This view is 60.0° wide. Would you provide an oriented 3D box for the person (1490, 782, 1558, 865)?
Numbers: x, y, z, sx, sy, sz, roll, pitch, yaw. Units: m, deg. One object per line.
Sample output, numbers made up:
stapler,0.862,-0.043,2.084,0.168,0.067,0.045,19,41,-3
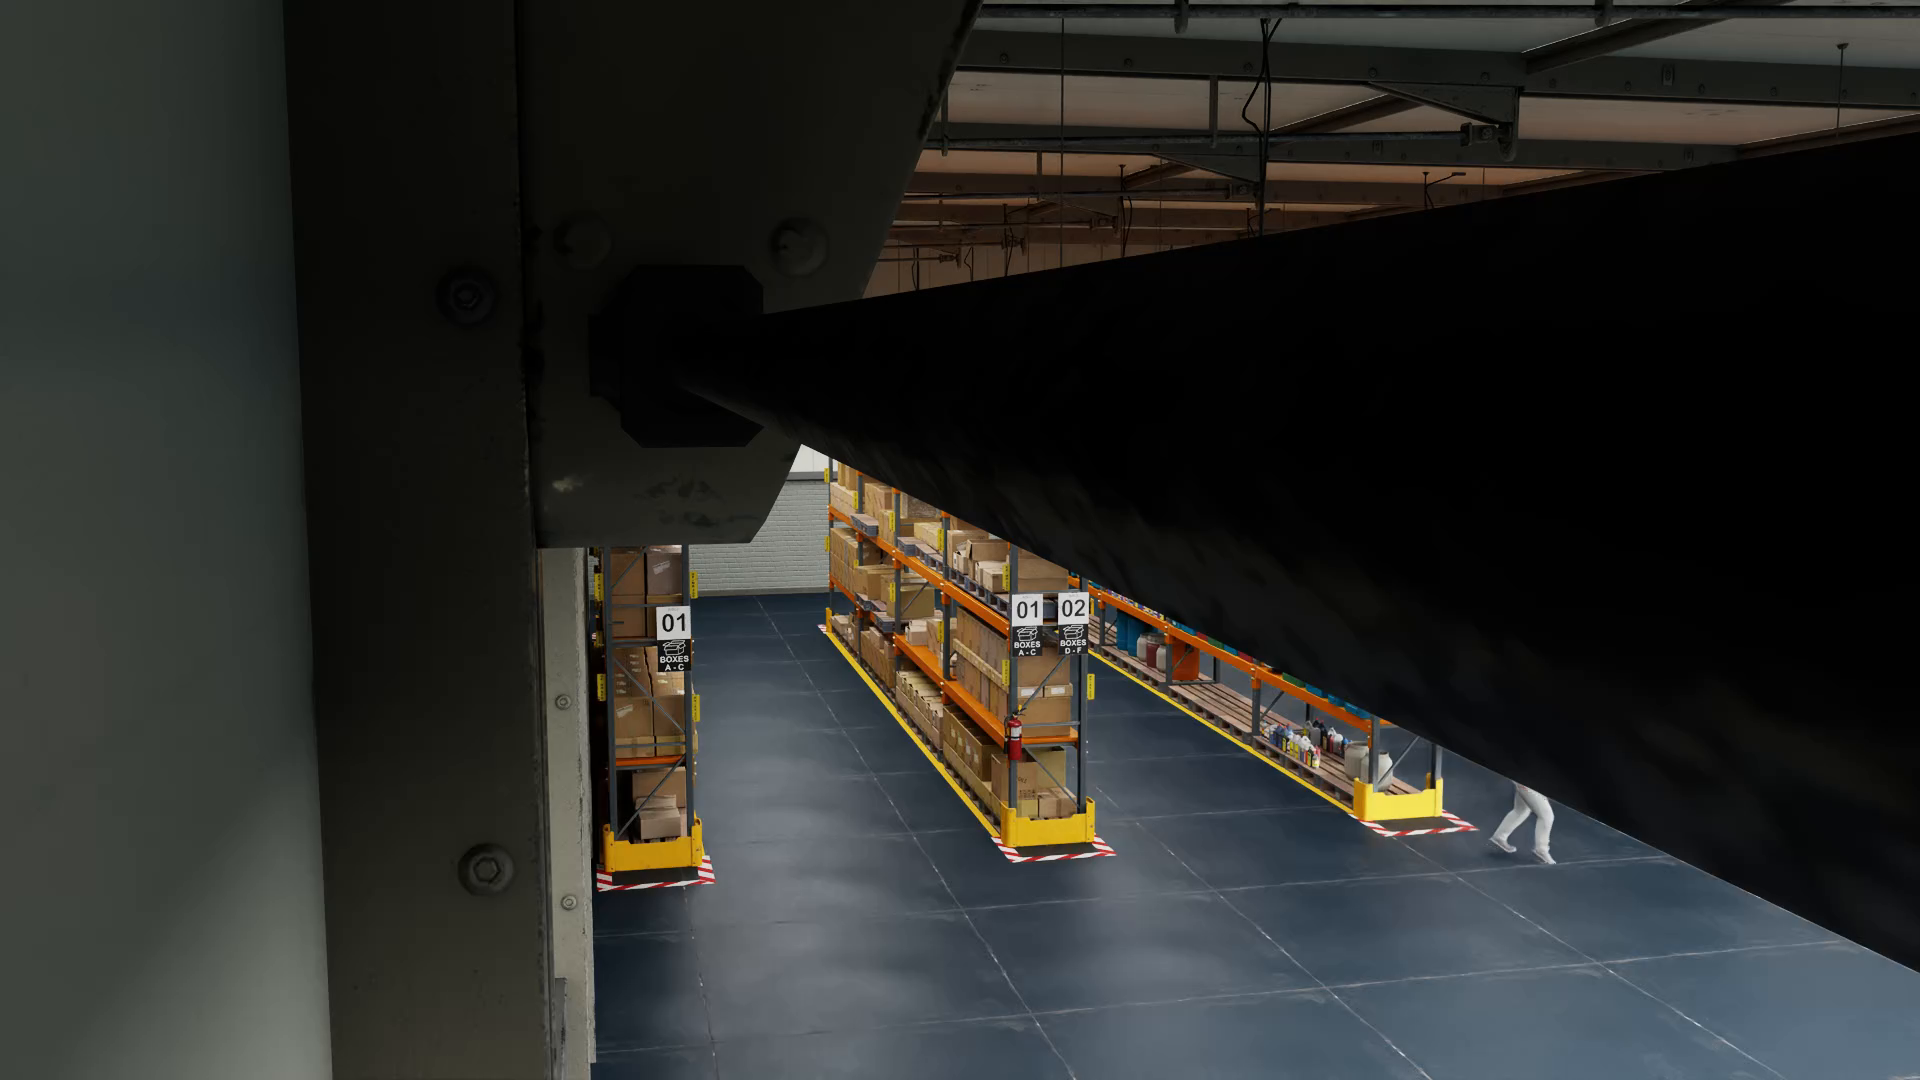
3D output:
person,6.997,3.054,20.405,0.898,1.831,0.584,3,7,22
